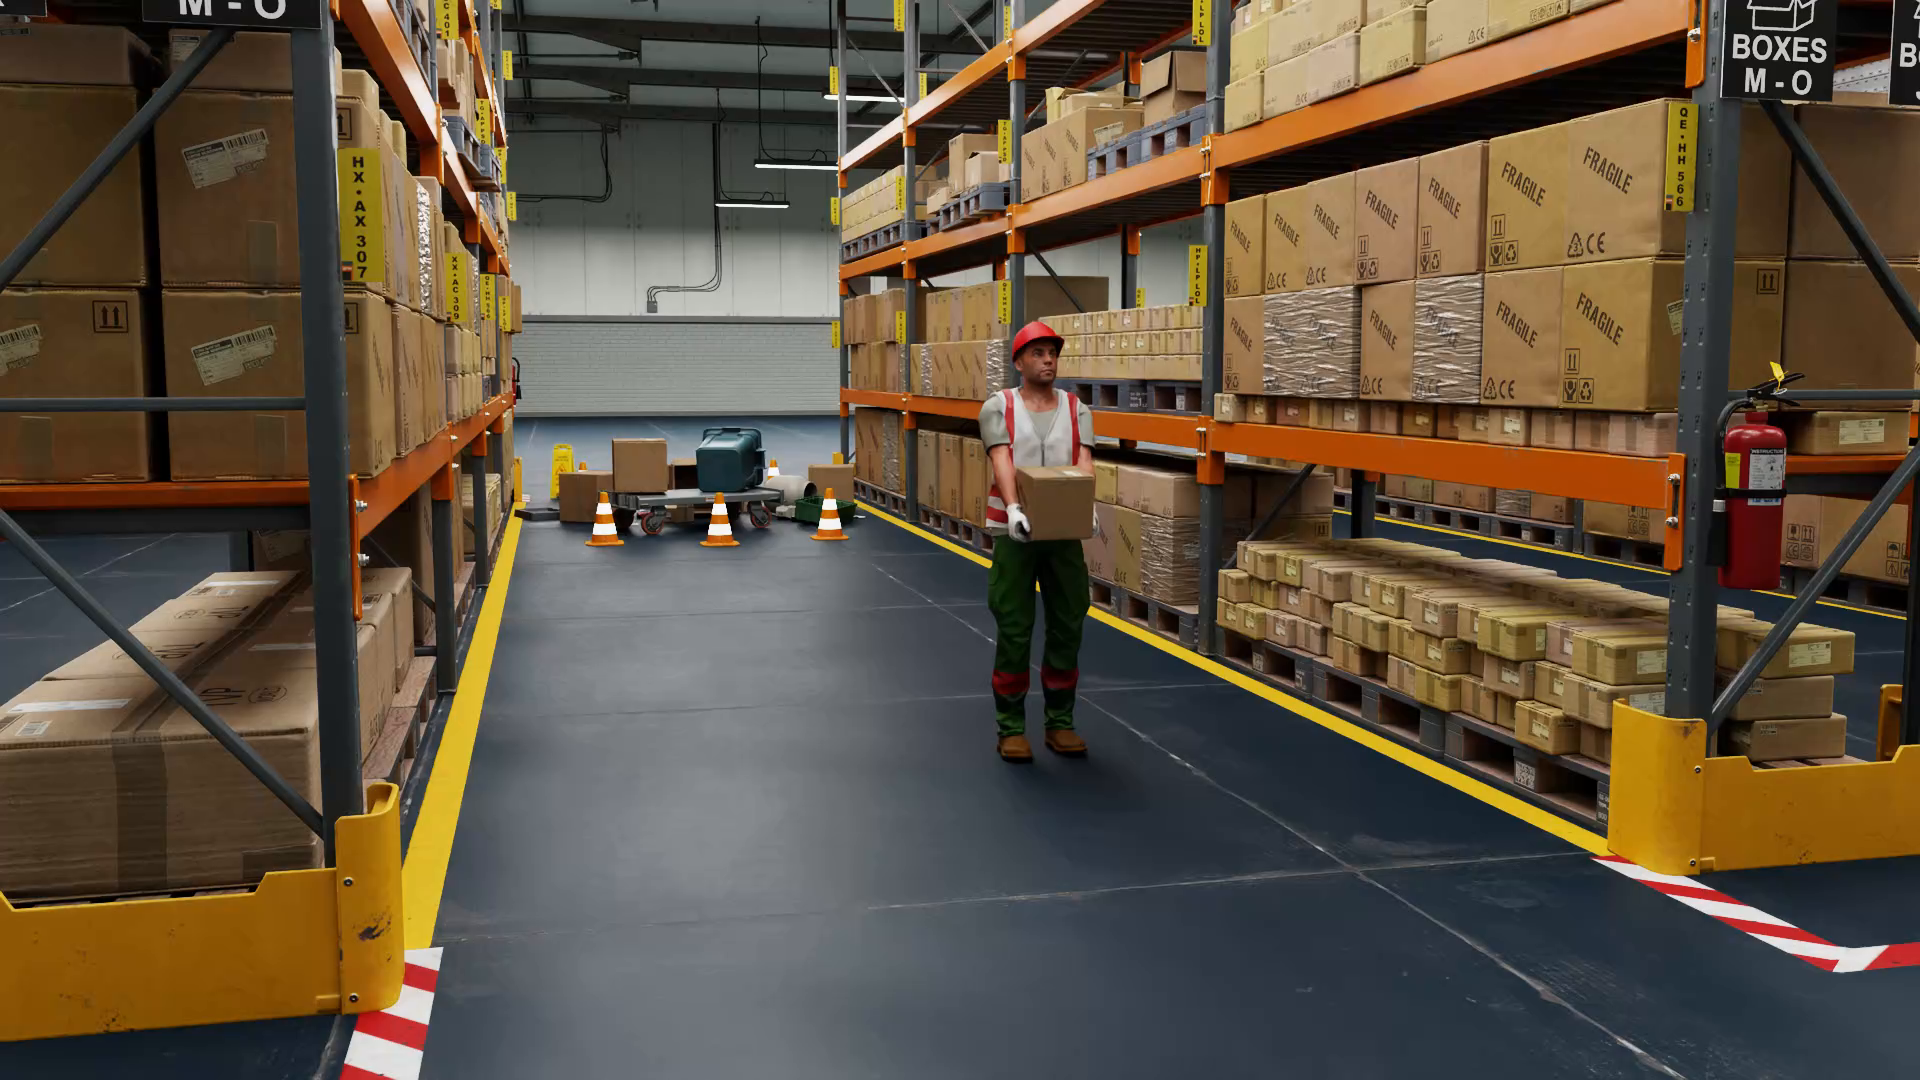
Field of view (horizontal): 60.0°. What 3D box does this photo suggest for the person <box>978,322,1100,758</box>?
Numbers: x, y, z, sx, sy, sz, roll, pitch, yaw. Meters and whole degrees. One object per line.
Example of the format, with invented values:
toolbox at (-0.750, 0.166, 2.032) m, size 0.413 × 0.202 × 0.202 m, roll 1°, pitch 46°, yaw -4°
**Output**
person at (0.346, 0.002, 6.794) m, size 0.494 × 1.782 × 0.564 m, roll -1°, pitch 6°, yaw -14°
